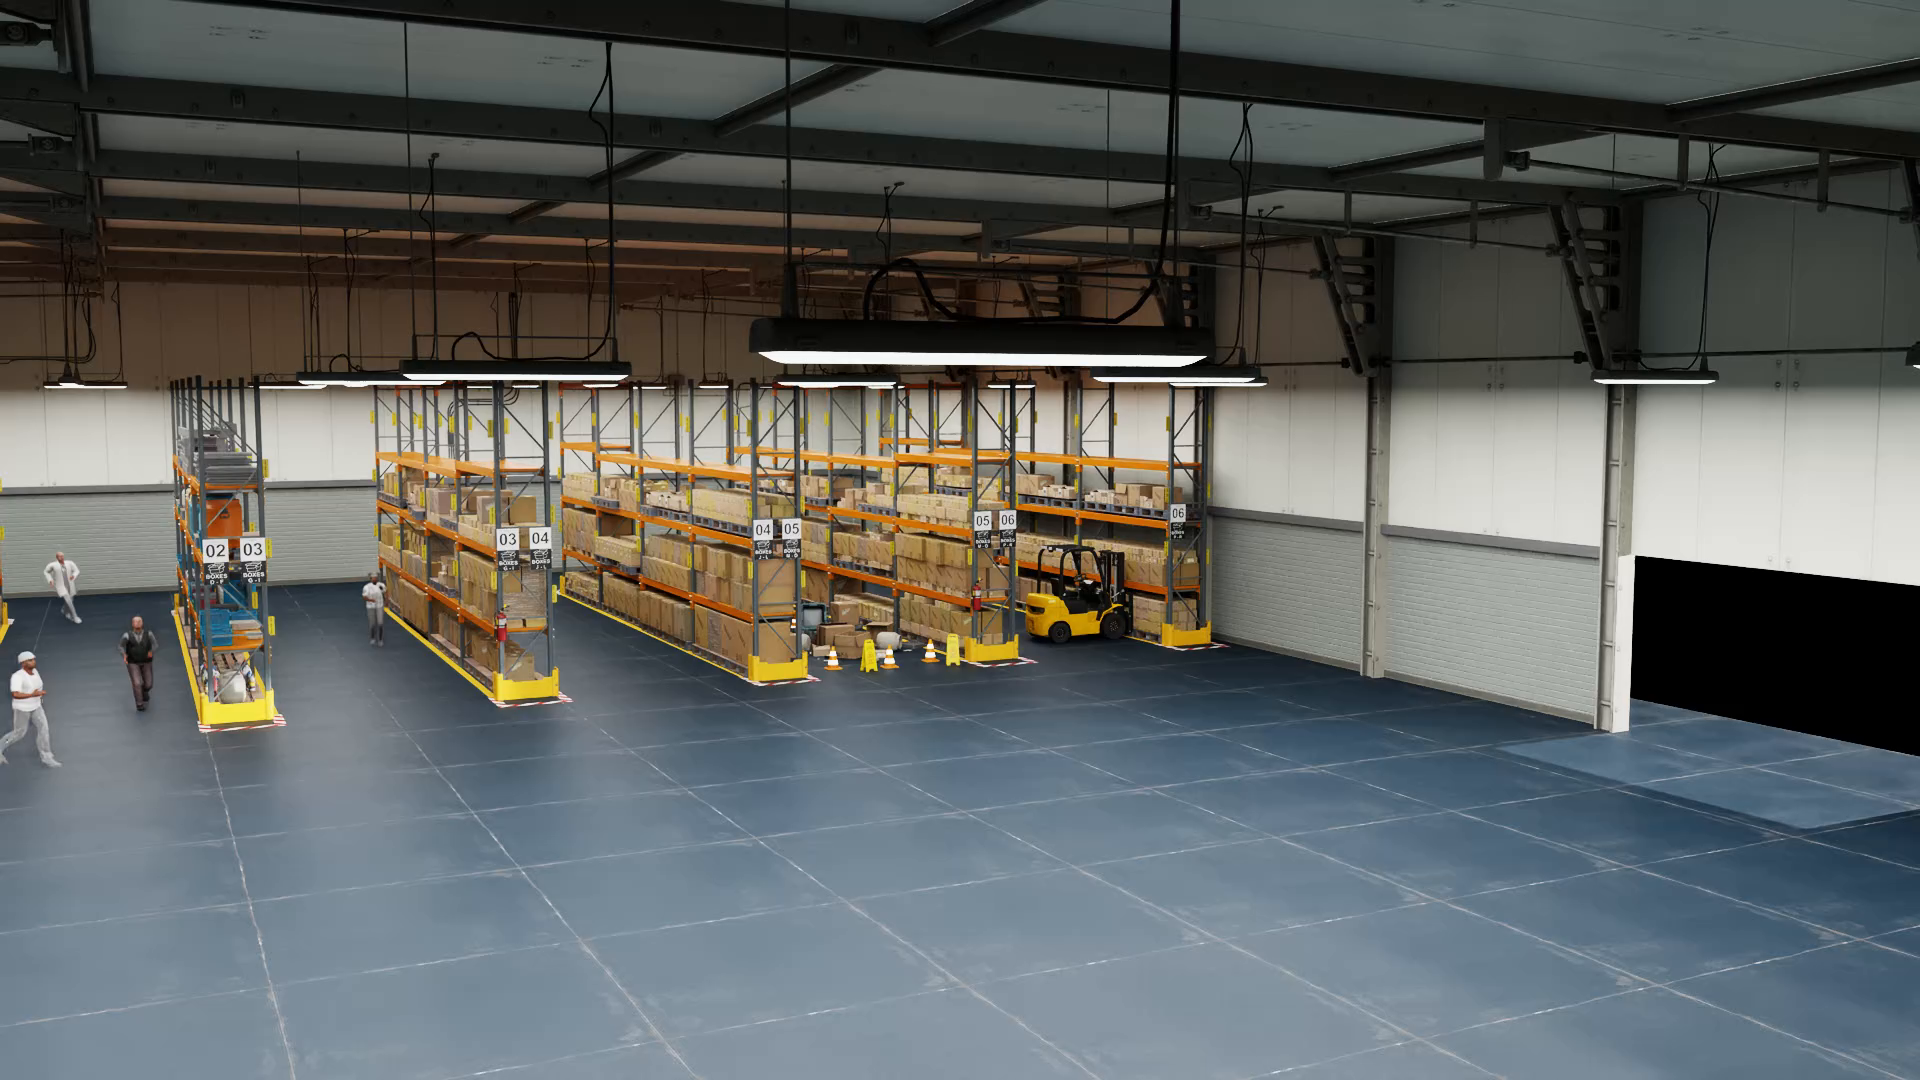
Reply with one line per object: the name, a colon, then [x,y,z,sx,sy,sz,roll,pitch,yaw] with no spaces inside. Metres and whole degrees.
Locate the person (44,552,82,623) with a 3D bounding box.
person: [-22.268,1.173,41.311,1.012,1.745,0.740,5,7,42]

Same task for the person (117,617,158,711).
person: [-14.815,2.220,29.995,0.664,1.679,0.725,-3,6,-32]

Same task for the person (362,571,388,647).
person: [-13.157,1.565,37.472,0.584,1.750,0.718,-2,6,-25]

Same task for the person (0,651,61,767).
person: [-14.262,2.587,25.359,0.979,1.795,0.713,0,5,4]
